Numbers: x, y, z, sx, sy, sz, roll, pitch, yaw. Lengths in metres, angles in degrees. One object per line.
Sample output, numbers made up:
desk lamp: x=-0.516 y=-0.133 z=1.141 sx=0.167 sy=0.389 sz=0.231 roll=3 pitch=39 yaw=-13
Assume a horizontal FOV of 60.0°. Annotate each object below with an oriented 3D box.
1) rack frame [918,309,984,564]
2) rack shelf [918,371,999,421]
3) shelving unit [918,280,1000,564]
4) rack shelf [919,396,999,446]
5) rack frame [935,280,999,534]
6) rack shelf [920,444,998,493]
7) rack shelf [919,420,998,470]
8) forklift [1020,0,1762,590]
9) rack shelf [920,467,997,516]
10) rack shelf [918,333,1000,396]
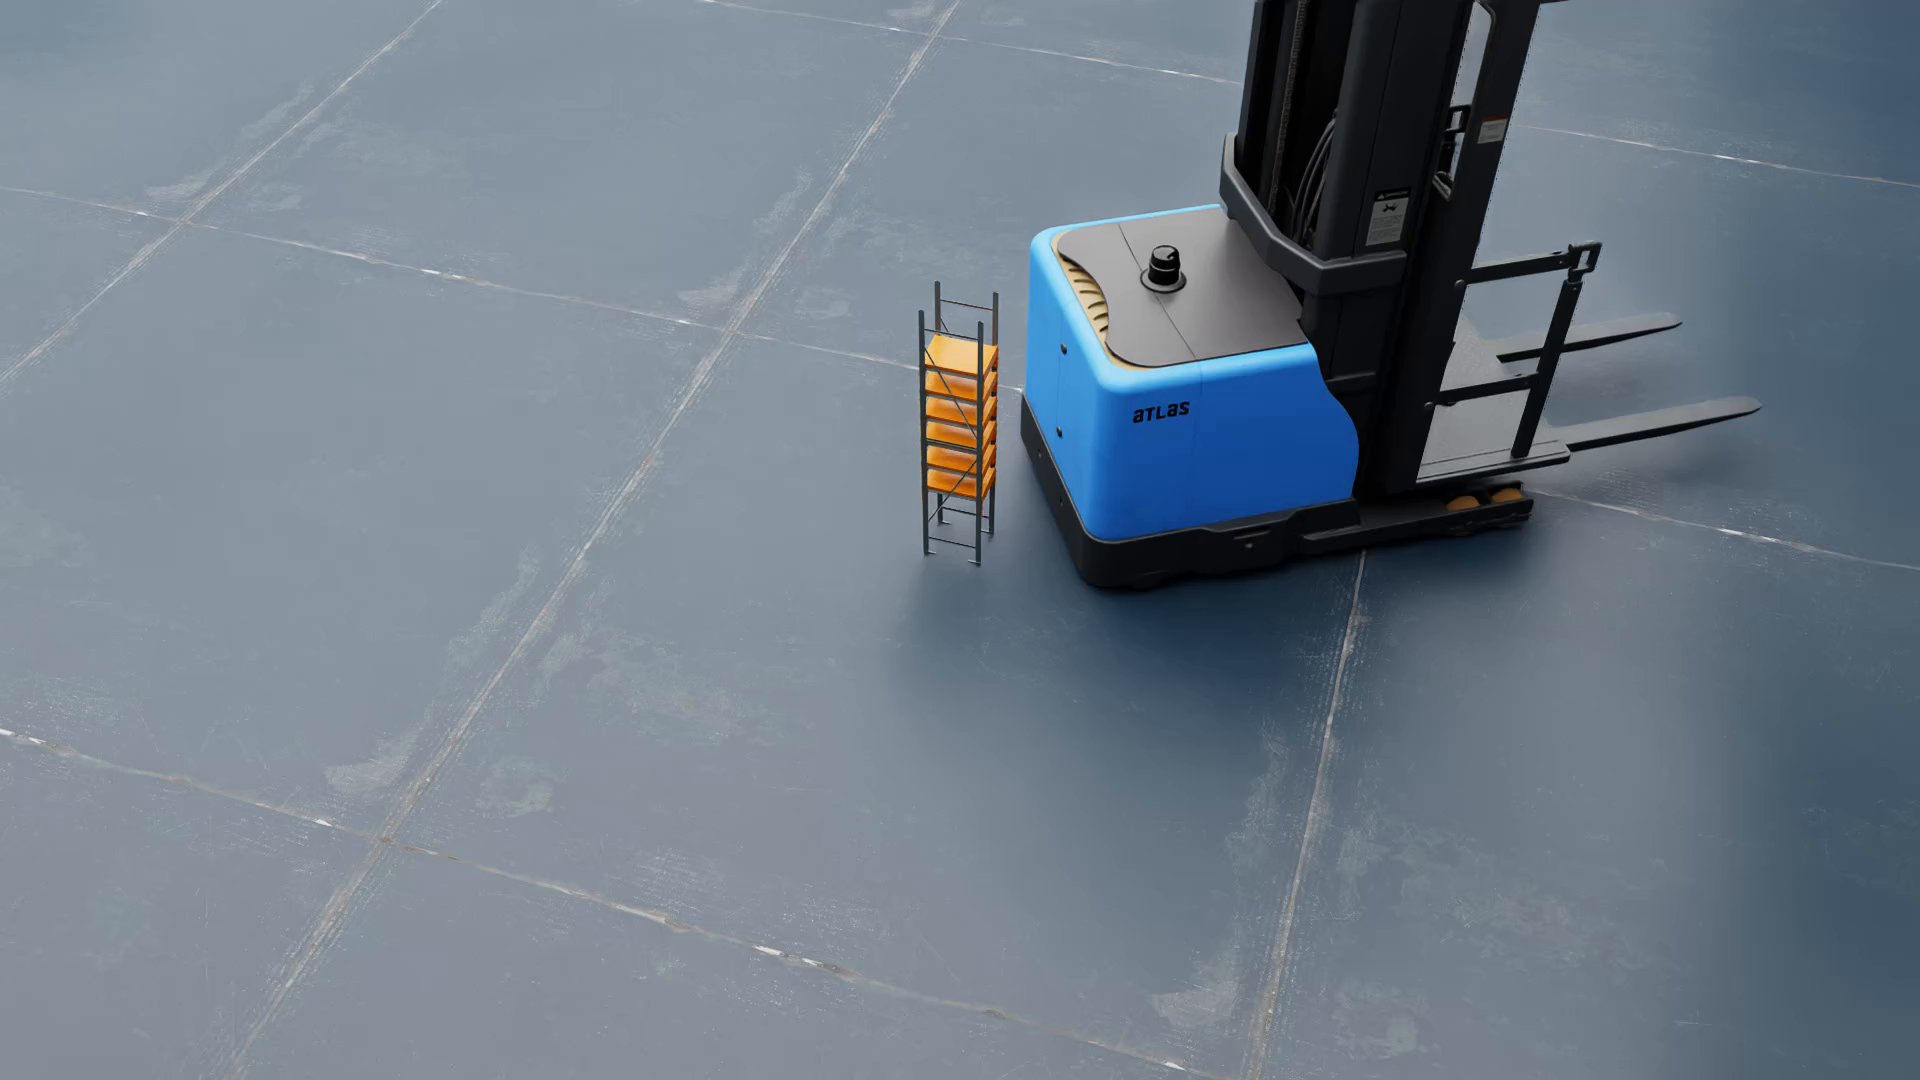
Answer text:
rack frame: x=-0.032 y=-0.358 z=6.258 sx=0.240 sy=1.200 sz=0.006 roll=13 pitch=46 yaw=12
rack shelf: x=-0.004 y=-0.559 z=6.184 sx=0.258 sy=0.103 sz=0.180 roll=13 pitch=46 yaw=12
shelving unit: x=-0.004 y=-0.419 z=6.321 sx=0.258 sy=1.200 sz=0.189 roll=13 pitch=46 yaw=12
rack shelf: x=-0.004 y=-0.473 z=6.268 sx=0.258 sy=0.103 sz=0.180 roll=13 pitch=46 yaw=12
rack frame: x=0.023 y=-0.480 z=6.383 sx=0.240 sy=1.200 sz=0.006 roll=13 pitch=46 yaw=12
rack shelf: x=-0.004 y=-0.302 z=6.436 sx=0.258 sy=0.103 sz=0.180 roll=13 pitch=46 yaw=12
rack shelf: x=-0.004 y=-0.387 z=6.352 sx=0.258 sy=0.103 sz=0.180 roll=13 pitch=46 yaw=12
forklift: x=1.833 y=-1.413 z=6.098 sx=3.031 sy=2.935 sz=1.130 roll=-10 pitch=45 yaw=-10
rack shelf: x=-0.004 y=-0.216 z=6.519 sx=0.258 sy=0.103 sz=0.180 roll=13 pitch=46 yaw=12
rack shelf: x=-0.004 y=-0.645 z=6.100 sx=0.258 sy=0.103 sz=0.180 roll=13 pitch=46 yaw=12
